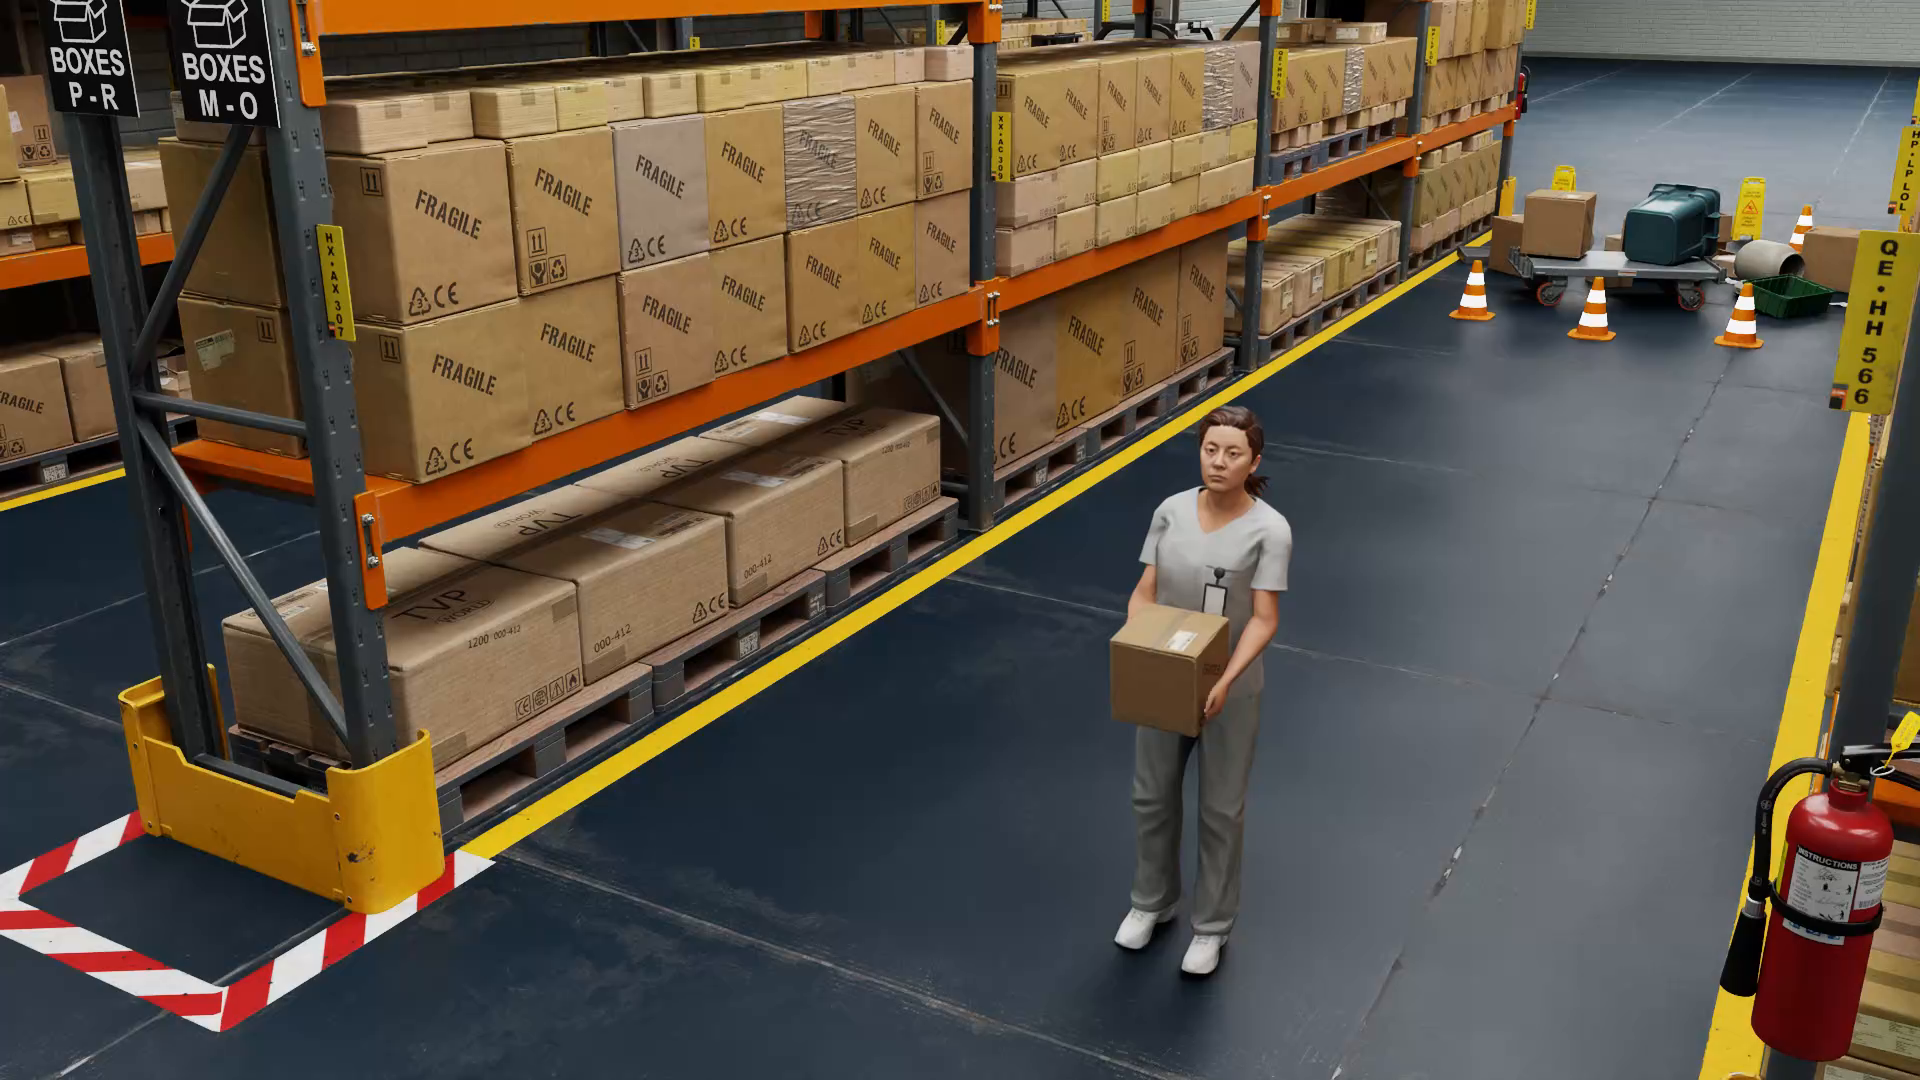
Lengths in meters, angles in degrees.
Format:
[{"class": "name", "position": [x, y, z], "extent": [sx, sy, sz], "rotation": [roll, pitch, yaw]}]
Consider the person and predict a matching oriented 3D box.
[{"class": "person", "position": [0.688, 0.448, 4.808], "extent": [0.444, 1.671, 0.547], "rotation": [11, 22, 27]}]
